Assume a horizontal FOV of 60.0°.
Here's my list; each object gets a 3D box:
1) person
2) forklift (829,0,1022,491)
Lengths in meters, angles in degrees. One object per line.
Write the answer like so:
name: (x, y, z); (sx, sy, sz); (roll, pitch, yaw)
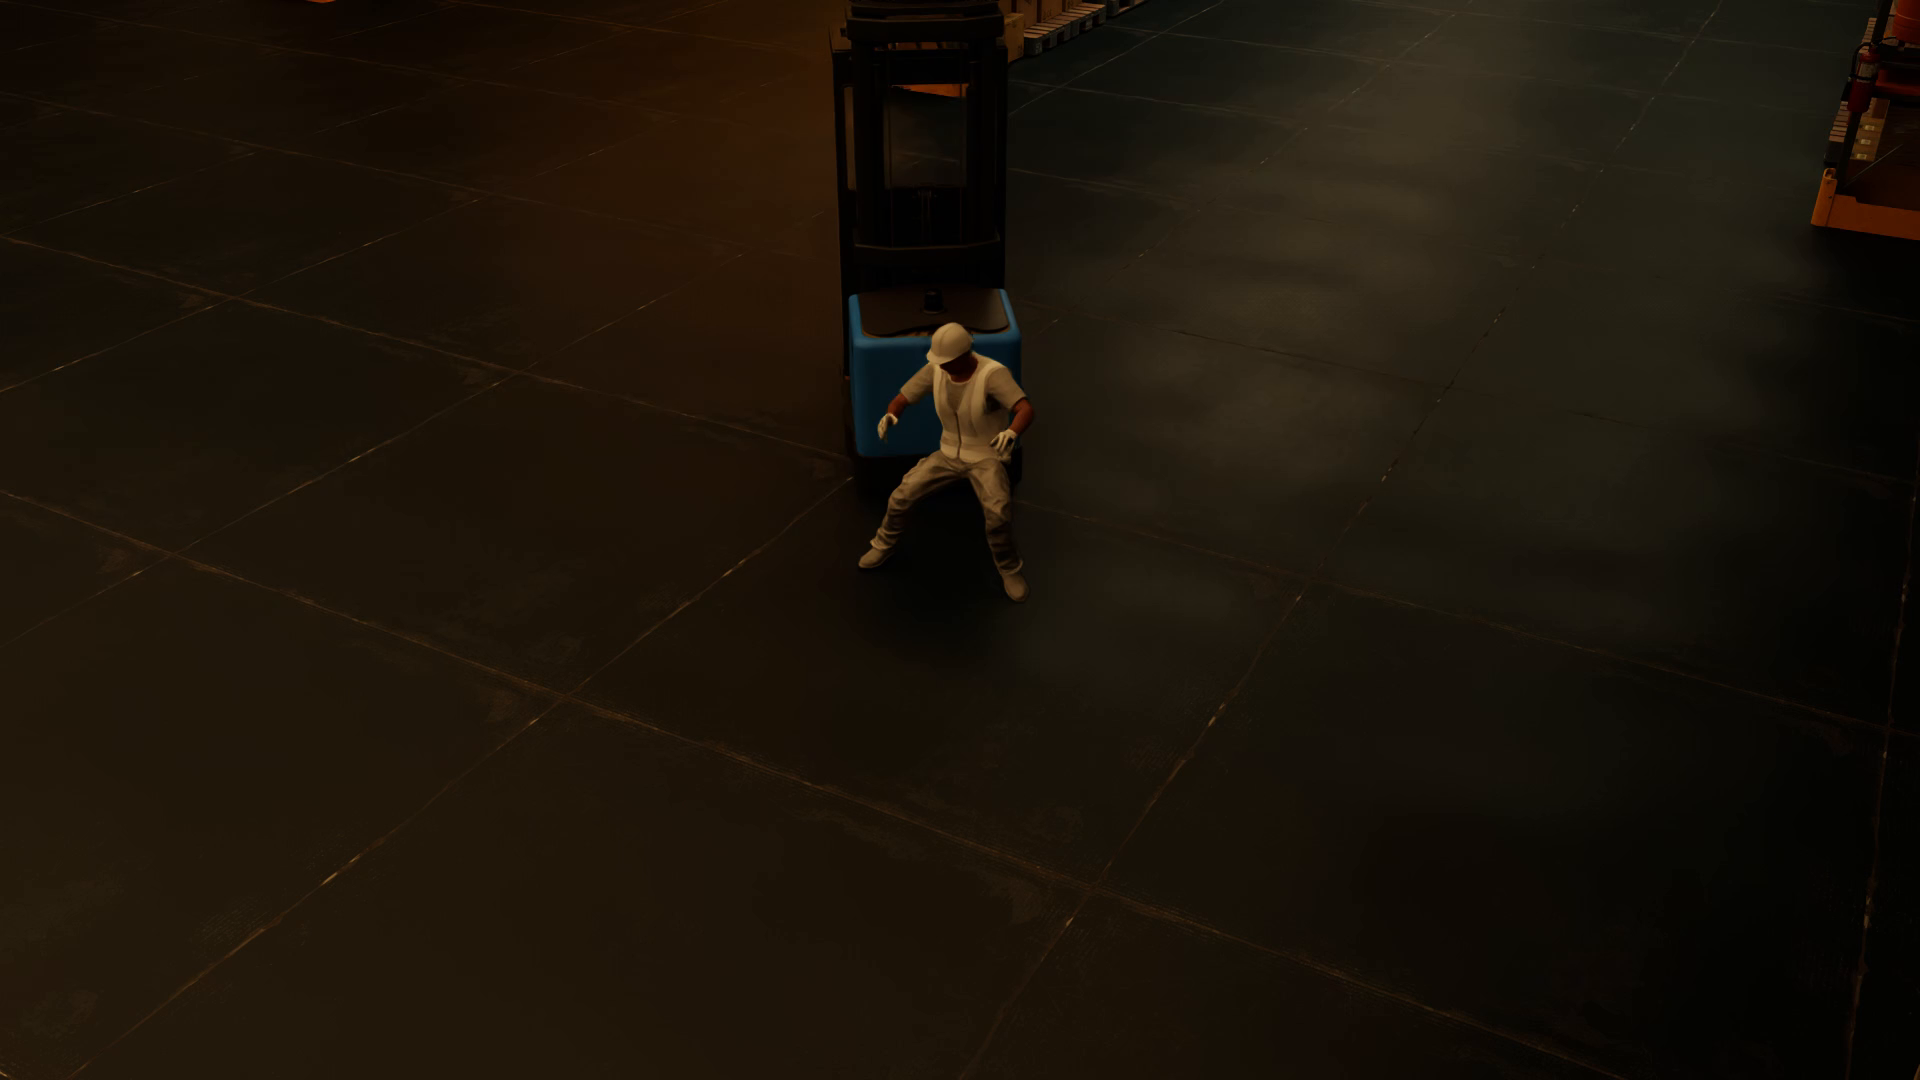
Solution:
person: (-0.043, -0.449, 9.240); (1.080, 1.547, 0.760); (21, 36, 31)
forklift: (-0.273, -2.284, 11.029); (1.130, 2.935, 3.031); (-3, 30, -5)
